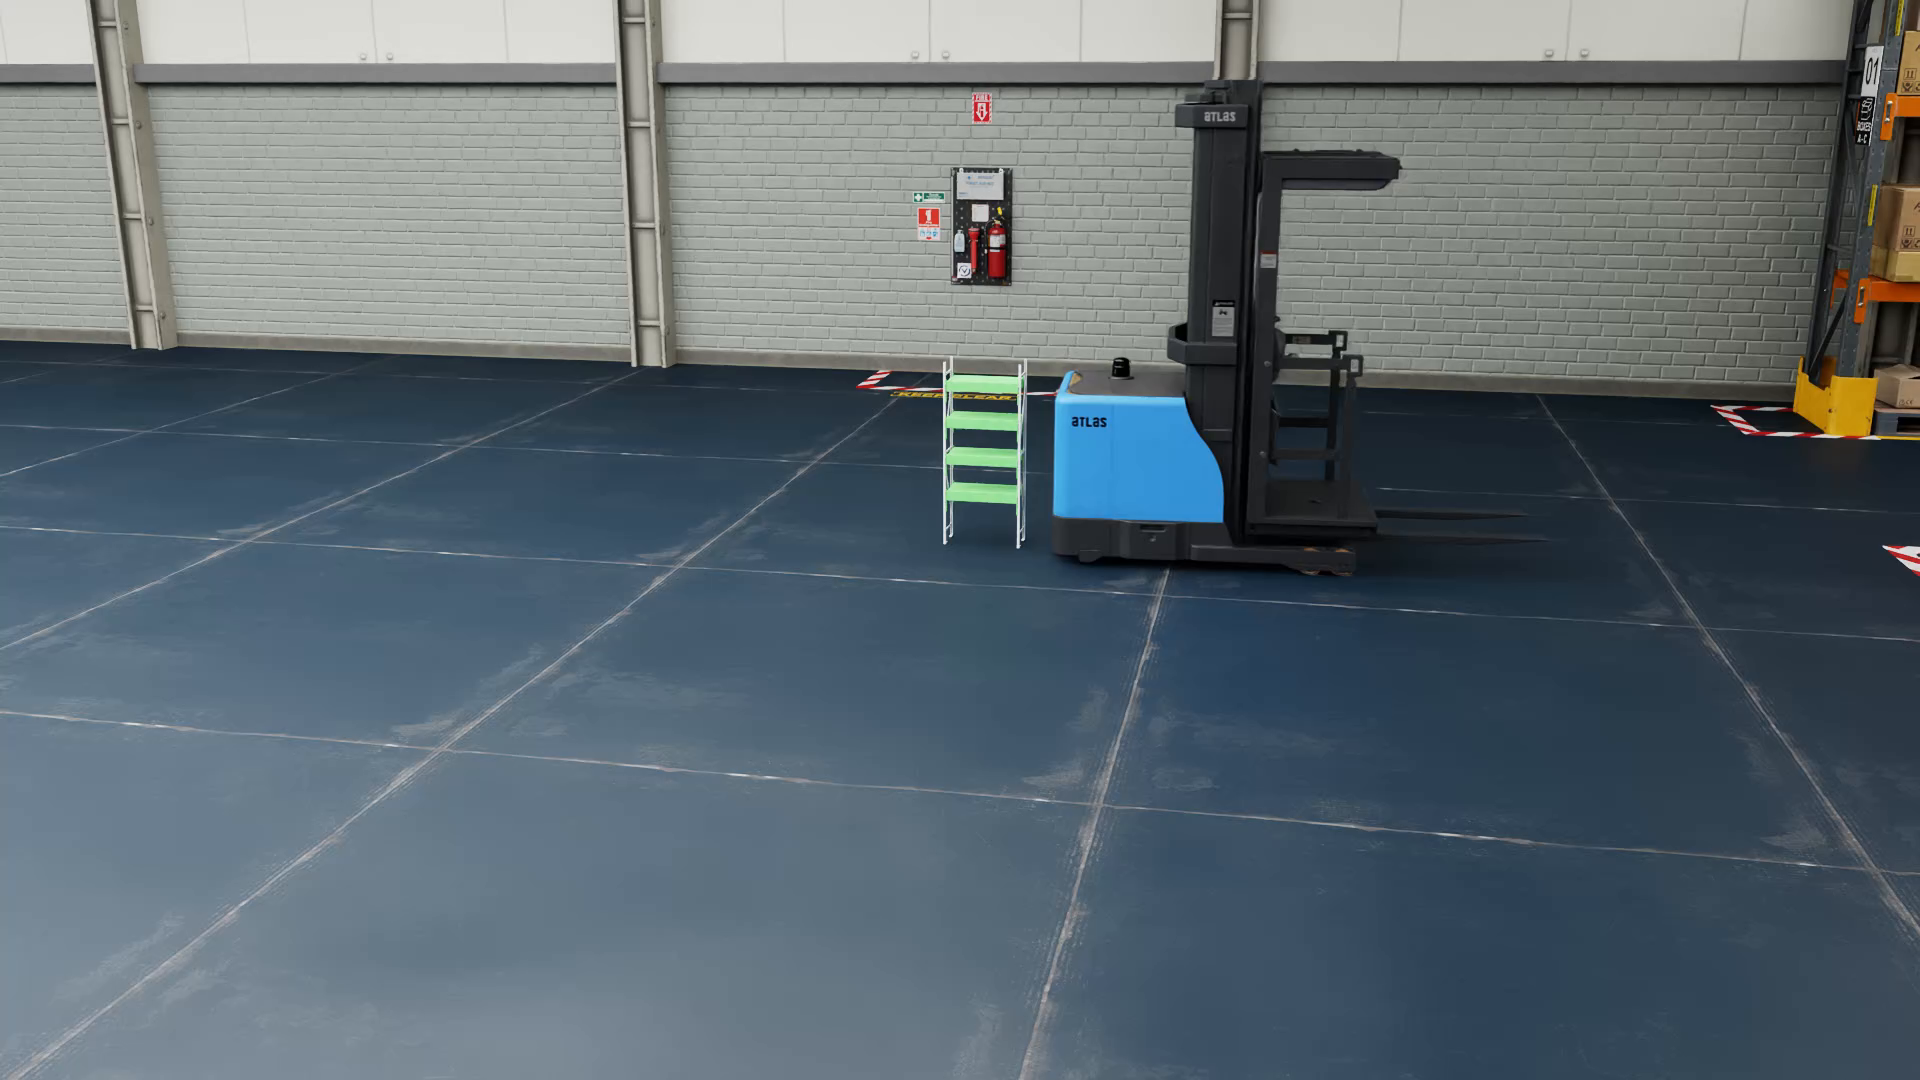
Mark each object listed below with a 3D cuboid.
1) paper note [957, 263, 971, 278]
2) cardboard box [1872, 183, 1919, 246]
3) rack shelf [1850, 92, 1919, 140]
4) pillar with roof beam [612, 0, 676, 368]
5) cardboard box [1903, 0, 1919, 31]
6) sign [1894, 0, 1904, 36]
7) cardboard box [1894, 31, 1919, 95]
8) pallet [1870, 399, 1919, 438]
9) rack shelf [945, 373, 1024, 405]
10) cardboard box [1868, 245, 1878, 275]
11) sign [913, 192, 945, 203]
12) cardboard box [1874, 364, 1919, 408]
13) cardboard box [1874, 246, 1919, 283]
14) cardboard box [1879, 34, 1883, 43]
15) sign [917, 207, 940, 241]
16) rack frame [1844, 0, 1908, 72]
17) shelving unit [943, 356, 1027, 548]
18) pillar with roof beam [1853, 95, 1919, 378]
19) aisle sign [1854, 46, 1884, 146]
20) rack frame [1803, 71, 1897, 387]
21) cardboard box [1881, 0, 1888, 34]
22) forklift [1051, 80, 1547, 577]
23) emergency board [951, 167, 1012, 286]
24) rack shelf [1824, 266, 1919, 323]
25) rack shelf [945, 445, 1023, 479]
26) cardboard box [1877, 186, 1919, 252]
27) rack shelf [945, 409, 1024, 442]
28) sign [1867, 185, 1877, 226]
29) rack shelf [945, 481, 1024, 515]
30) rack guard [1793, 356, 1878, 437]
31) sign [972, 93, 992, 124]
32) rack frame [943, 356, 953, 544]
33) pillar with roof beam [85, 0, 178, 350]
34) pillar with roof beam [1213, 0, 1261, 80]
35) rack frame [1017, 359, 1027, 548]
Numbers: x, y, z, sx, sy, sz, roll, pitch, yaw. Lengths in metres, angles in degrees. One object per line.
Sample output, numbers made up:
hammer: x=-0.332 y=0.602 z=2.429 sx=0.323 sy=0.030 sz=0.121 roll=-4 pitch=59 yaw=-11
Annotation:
paper note: x=0.045 y=-2.742 z=16.922 sx=0.142 sy=0.148 sz=0.016 roll=3 pitch=16 yaw=11
cardboard box: x=8.144 y=-2.819 z=14.387 sx=0.500 sy=0.500 sz=0.500 roll=3 pitch=16 yaw=10
rack shelf: x=9.600 y=-3.482 z=13.672 sx=4.000 sy=0.370 sz=1.077 roll=3 pitch=16 yaw=11
pillar with roof beam: x=-4.119 y=-5.082 z=12.481 sx=0.400 sy=9.000 sz=9.100 roll=3 pitch=16 yaw=11
cardboard box: x=7.969 y=-4.391 z=13.507 sx=0.500 sy=0.500 sz=0.500 roll=2 pitch=16 yaw=7
sign: x=7.532 y=-4.214 z=13.330 sx=0.005 sy=0.325 sz=0.100 roll=3 pitch=16 yaw=11
cardboard box: x=7.918 y=-3.910 z=13.643 sx=0.500 sy=0.500 sz=0.500 roll=4 pitch=16 yaw=13
pallet: x=8.503 y=-1.089 z=14.528 sx=1.213 sy=0.211 sz=1.003 roll=3 pitch=16 yaw=11
rack shelf: x=0.162 y=-0.970 z=10.689 sx=0.480 sy=0.148 sz=0.258 roll=3 pitch=16 yaw=11
cardboard box: x=8.136 y=-2.453 z=14.471 sx=0.500 sy=0.250 sz=0.500 roll=3 pitch=16 yaw=12
sign: x=-0.314 y=-3.465 z=16.824 sx=0.331 sy=0.109 sz=0.001 roll=3 pitch=16 yaw=11
cardboard box: x=8.300 y=-1.345 z=14.442 sx=0.500 sy=0.311 sz=0.500 roll=1 pitch=16 yaw=5
cardboard box: x=8.055 y=-2.318 z=13.984 sx=0.500 sy=0.250 sz=0.500 roll=3 pitch=16 yaw=9
cardboard box: x=8.099 y=-4.037 z=14.103 sx=0.500 sy=0.500 sz=0.500 roll=4 pitch=16 yaw=15
sign: x=-0.317 y=-3.213 z=16.904 sx=0.234 sy=0.329 sz=0.001 roll=3 pitch=16 yaw=11
rack frame: x=7.640 y=-5.381 z=13.559 sx=0.127 sy=3.000 sz=1.000 roll=3 pitch=16 yaw=11
shelving unit: x=0.162 y=-0.569 z=10.800 sx=0.503 sy=1.200 sz=0.258 roll=3 pitch=16 yaw=11
pillar with roof beam: x=7.640 y=-4.443 z=10.176 sx=0.400 sy=9.000 sz=9.100 roll=3 pitch=16 yaw=11
aisle sign: x=7.509 y=-3.668 z=13.743 sx=0.004 sy=0.787 sz=0.394 roll=3 pitch=16 yaw=11
rack frame: x=7.640 y=-2.489 z=14.360 sx=0.127 sy=3.000 sz=1.000 roll=3 pitch=16 yaw=11
cardboard box: x=8.114 y=-4.520 z=13.974 sx=0.500 sy=0.500 sz=0.500 roll=4 pitch=16 yaw=14
forklift: x=2.129 y=-1.339 z=10.335 sx=3.031 sy=2.935 sz=1.130 roll=2 pitch=16 yaw=7
emergency board: x=0.204 y=-3.139 z=16.705 sx=0.643 sy=1.169 sz=0.194 roll=3 pitch=16 yaw=11
rack shelf: x=9.600 y=-2.036 z=14.072 sx=4.000 sy=0.370 sz=1.077 roll=3 pitch=16 yaw=11
rack shelf: x=0.162 y=-0.508 z=10.817 sx=0.480 sy=0.148 sz=0.258 roll=3 pitch=16 yaw=11
cardboard box: x=8.048 y=-2.684 z=13.902 sx=0.500 sy=0.500 sz=0.500 roll=3 pitch=16 yaw=11
rack shelf: x=0.162 y=-0.739 z=10.753 sx=0.480 sy=0.148 sz=0.258 roll=3 pitch=16 yaw=11
sign: x=7.532 y=-2.765 z=13.732 sx=0.005 sy=0.325 sz=0.100 roll=3 pitch=16 yaw=11
rack shelf: x=0.162 y=-0.277 z=10.881 sx=0.480 sy=0.148 sz=0.258 roll=3 pitch=16 yaw=11
rack guard: x=7.714 y=-1.281 z=14.679 sx=0.348 sy=0.500 sz=1.175 roll=3 pitch=16 yaw=11
sign: x=0.216 y=-4.283 z=16.492 sx=0.199 sy=0.298 sz=0.001 roll=3 pitch=16 yaw=11
rack frame: x=-0.077 y=-0.582 z=10.847 sx=0.015 sy=1.200 sz=0.240 roll=3 pitch=16 yaw=11
pillar with roof beam: x=-9.999 y=-5.401 z=13.633 sx=0.400 sy=9.000 sz=9.100 roll=3 pitch=16 yaw=11
pillar with roof beam: x=1.760 y=-4.763 z=11.328 sx=0.400 sy=9.000 sz=9.100 roll=3 pitch=16 yaw=11
rack frame: x=0.401 y=-0.556 z=10.753 sx=0.015 sy=1.200 sz=0.240 roll=3 pitch=16 yaw=11
